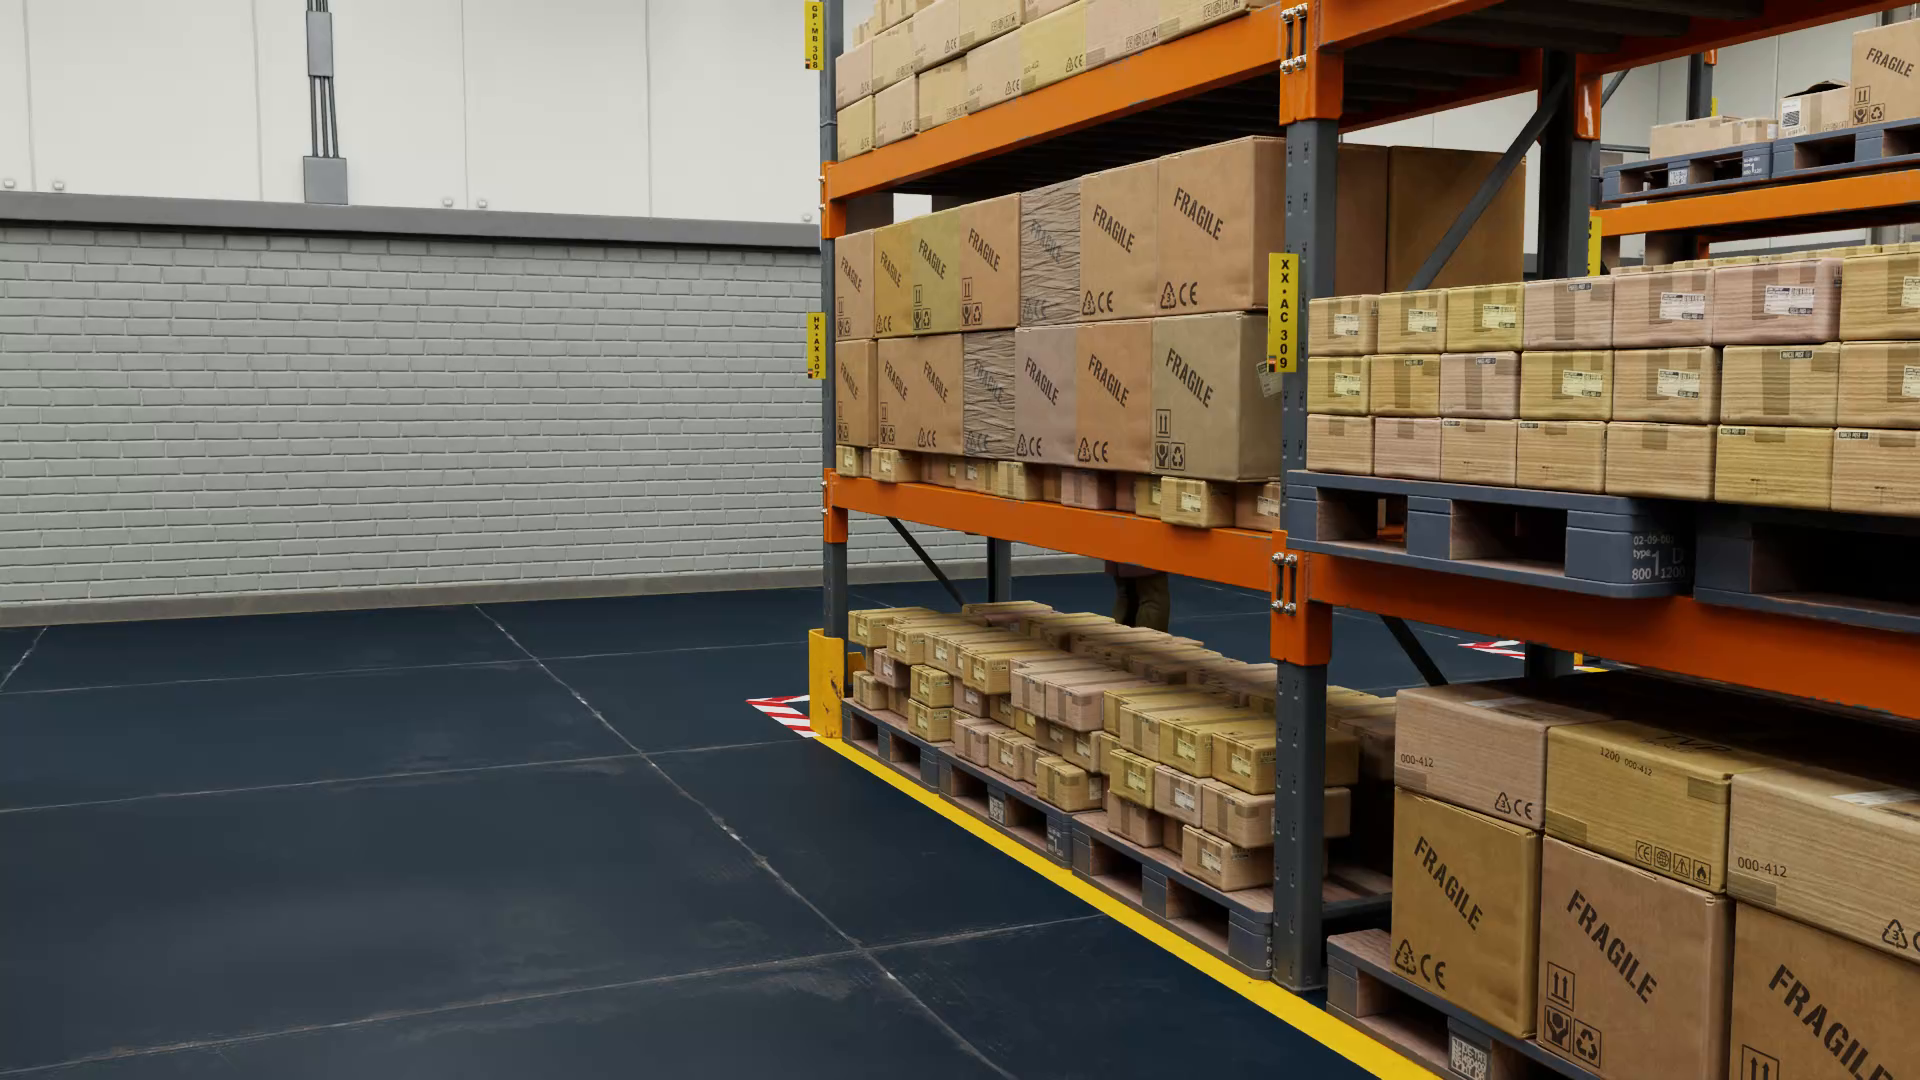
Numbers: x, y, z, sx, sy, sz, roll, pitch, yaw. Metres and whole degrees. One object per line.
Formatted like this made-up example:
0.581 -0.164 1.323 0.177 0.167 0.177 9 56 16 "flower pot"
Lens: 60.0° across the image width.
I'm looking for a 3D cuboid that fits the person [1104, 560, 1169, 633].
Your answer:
1.024 -0.036 9.587 0.426 1.773 0.652 -3 6 -27 "person"
